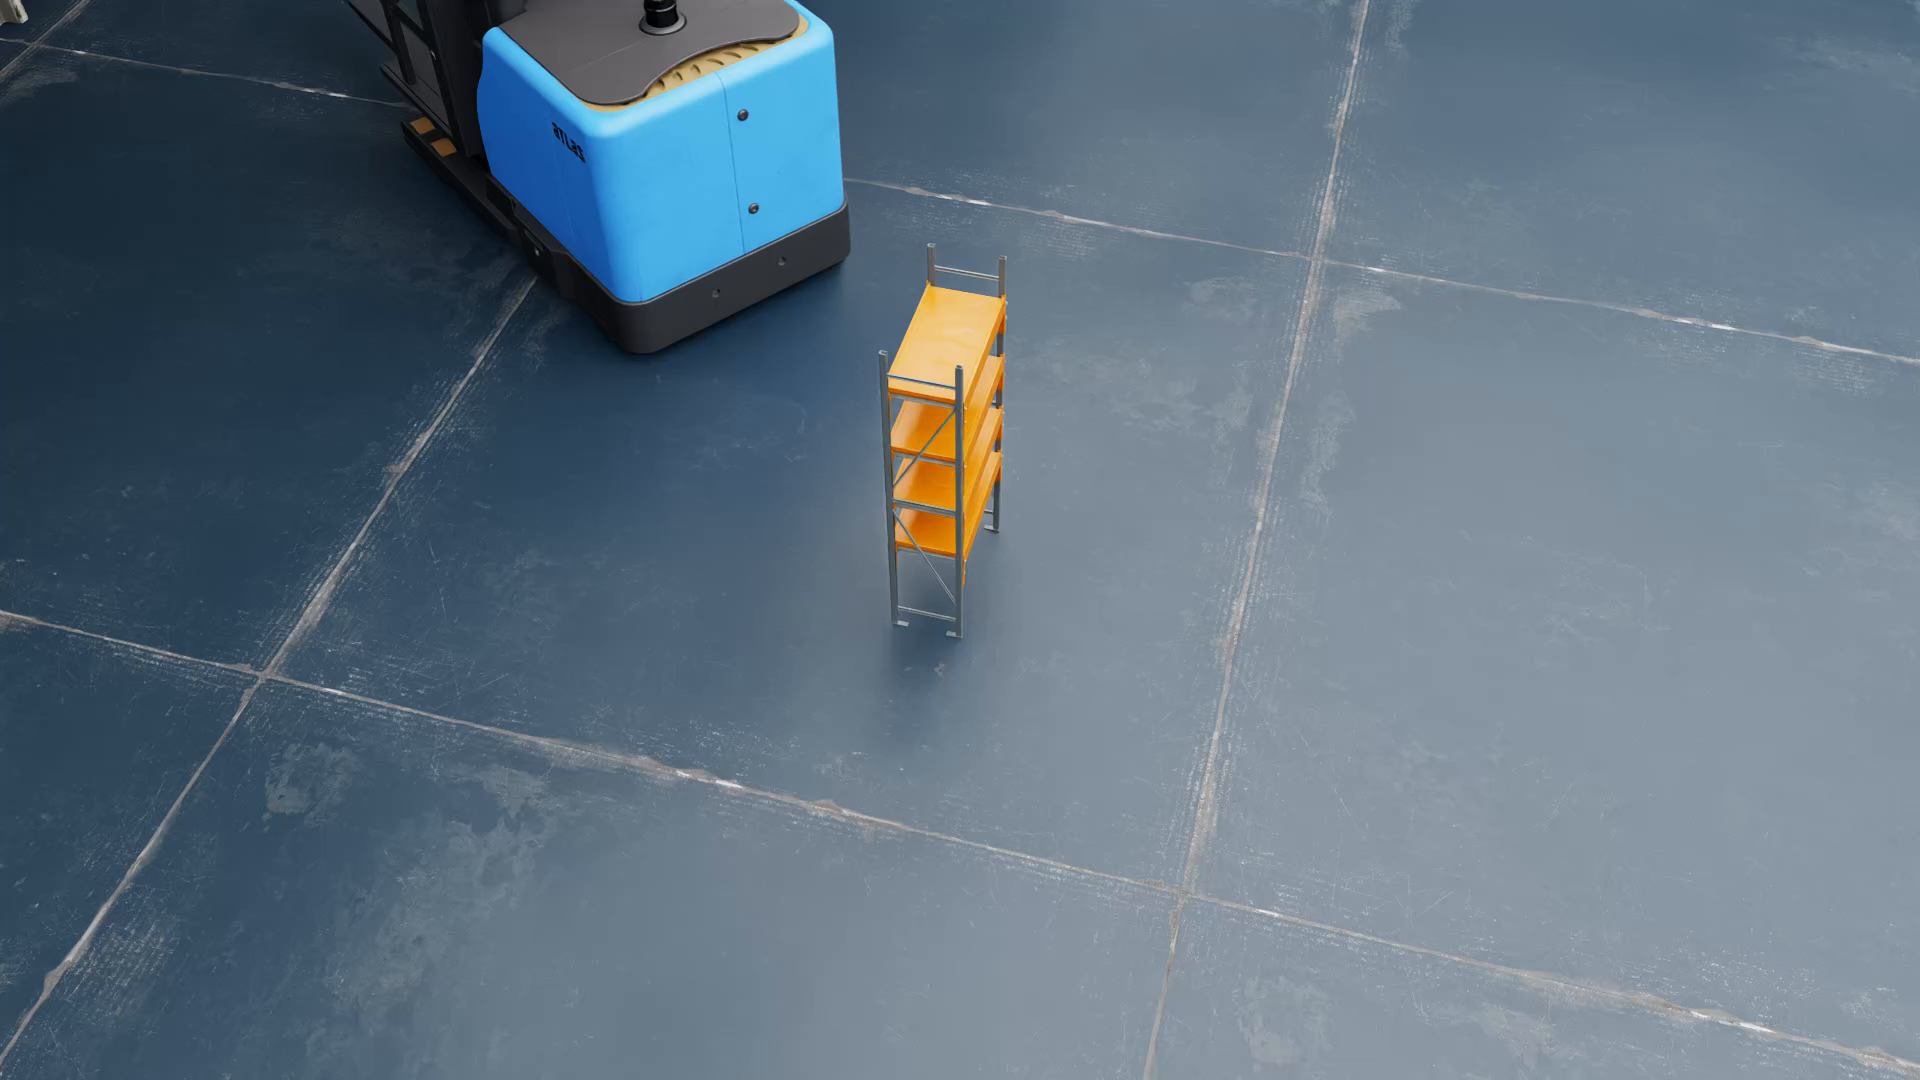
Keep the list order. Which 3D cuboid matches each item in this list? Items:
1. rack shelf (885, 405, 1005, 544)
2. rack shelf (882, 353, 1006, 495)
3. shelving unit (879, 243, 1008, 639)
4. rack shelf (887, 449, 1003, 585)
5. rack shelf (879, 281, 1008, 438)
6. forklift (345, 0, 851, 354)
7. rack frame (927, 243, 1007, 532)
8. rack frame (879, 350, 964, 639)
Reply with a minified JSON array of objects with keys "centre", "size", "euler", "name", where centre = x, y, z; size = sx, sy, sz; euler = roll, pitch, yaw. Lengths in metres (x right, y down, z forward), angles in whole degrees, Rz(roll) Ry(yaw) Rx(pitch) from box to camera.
[{"centre":[-0.044,-0.233,5.245],"size":[0.258,0.148,0.480],"euler":[12,50,10],"name":"rack shelf"},{"centre":[-0.044,-0.381,5.077],"size":[0.258,0.148,0.480],"euler":[12,50,10],"name":"rack shelf"},{"centre":[-0.044,-0.277,5.194],"size":[0.258,1.200,0.503],"euler":[12,50,10],"name":"shelving unit"},{"centre":[-0.044,-0.101,5.394],"size":[0.258,0.148,0.480],"euler":[12,50,10],"name":"rack shelf"},{"centre":[-0.044,-0.537,4.900],"size":[0.258,0.148,0.480],"euler":[12,50,10],"name":"rack shelf"},{"centre":[-1.749,-2.725,6.200],"size":[1.130,2.935,3.031],"euler":[-31,55,-24],"name":"forklift"},{"centre":[0.021,-0.454,5.350],"size":[0.240,1.200,0.015],"euler":[12,50,10],"name":"rack frame"},{"centre":[-0.108,-0.101,5.039],"size":[0.240,1.200,0.015],"euler":[12,50,10],"name":"rack frame"}]
